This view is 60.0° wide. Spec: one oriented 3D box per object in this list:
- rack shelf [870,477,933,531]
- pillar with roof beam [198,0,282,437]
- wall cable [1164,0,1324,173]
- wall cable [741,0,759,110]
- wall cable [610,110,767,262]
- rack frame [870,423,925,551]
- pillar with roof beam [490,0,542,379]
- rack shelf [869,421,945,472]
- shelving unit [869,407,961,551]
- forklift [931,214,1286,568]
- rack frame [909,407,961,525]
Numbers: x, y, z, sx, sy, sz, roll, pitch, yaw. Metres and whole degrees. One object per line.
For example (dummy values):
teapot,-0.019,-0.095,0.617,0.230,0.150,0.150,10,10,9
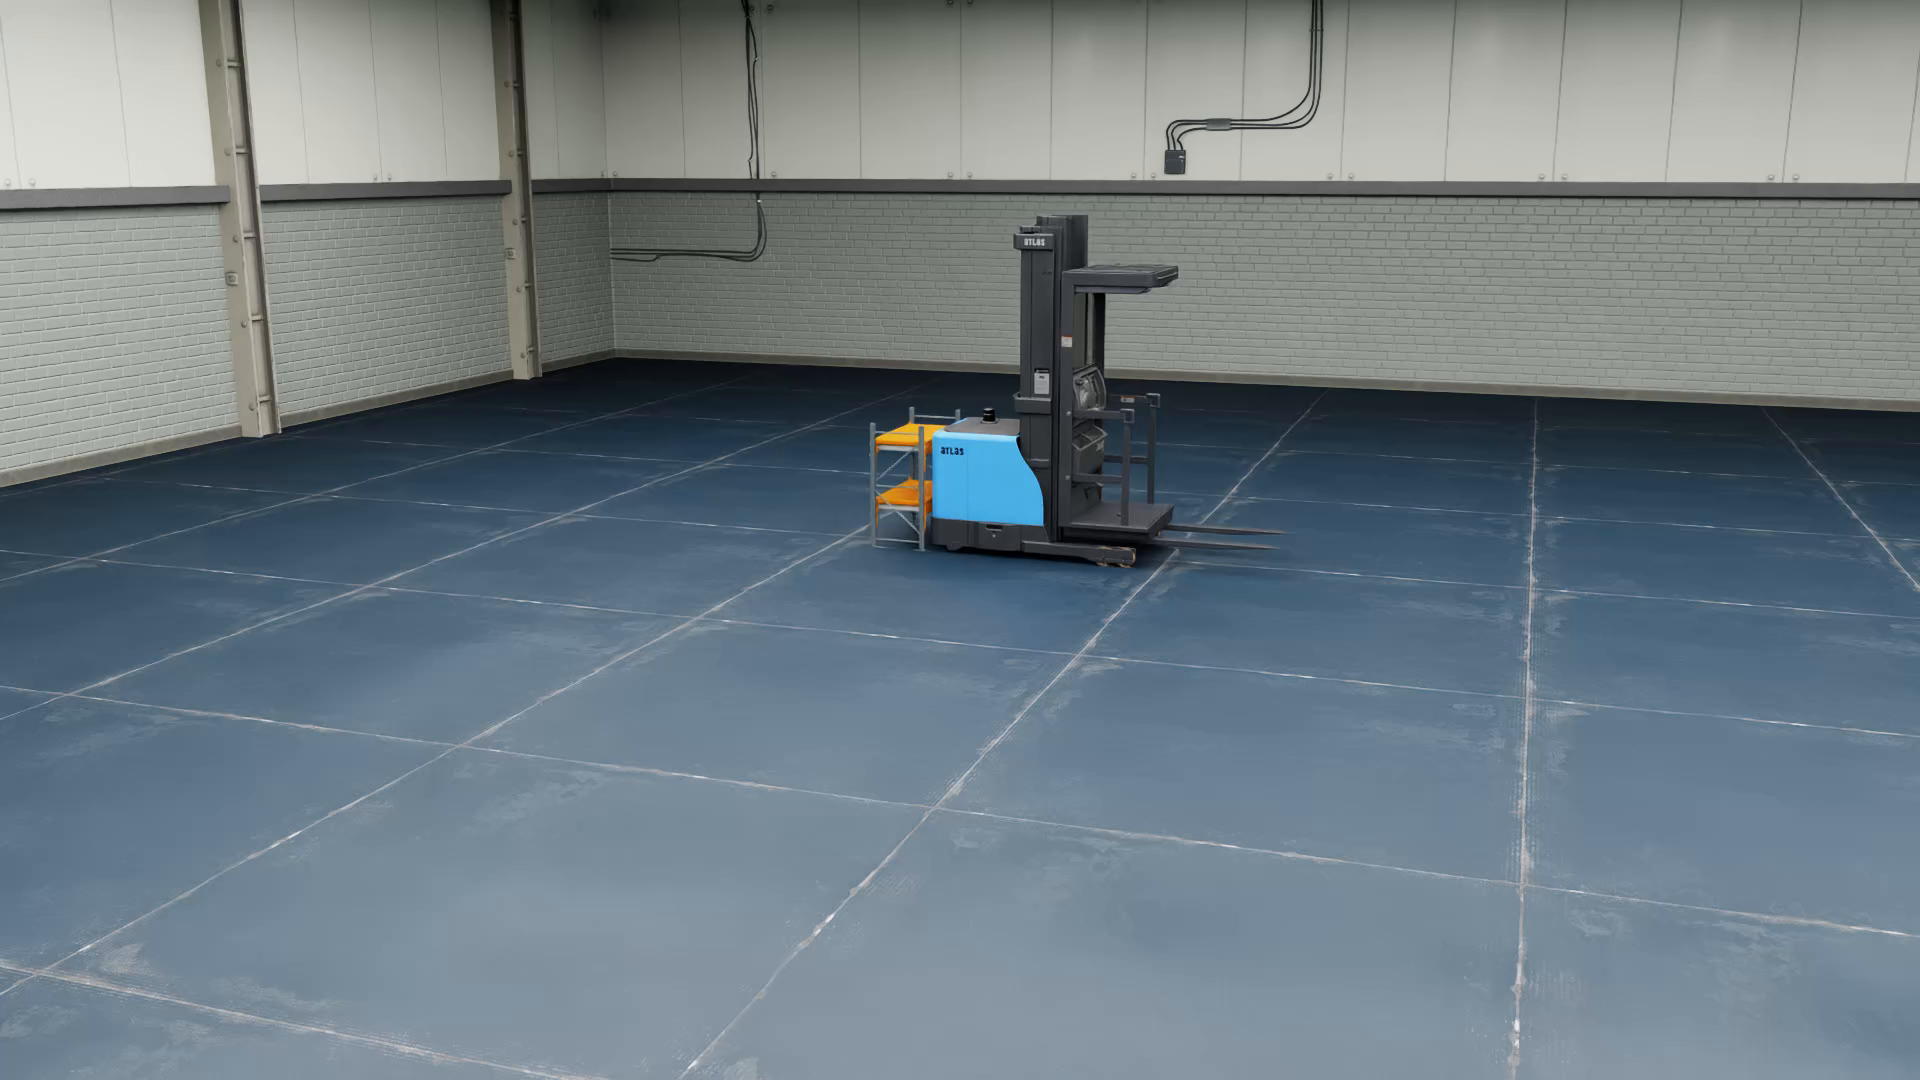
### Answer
rack shelf,-0.395,-0.338,15.301,0.538,0.278,1.000,4,14,18
pillar with roof beam,-4.806,-5.418,18.766,9.100,9.000,0.400,4,14,18
wall cable,4.244,-8.488,24.572,2.305,6.003,0.169,4,14,18
wall cable,-2.174,-8.270,26.890,3.097,2.526,0.112,4,14,18
wall cable,-4.733,-6.003,28.305,3.097,2.526,0.112,4,14,18
rack frame,-0.555,-0.469,14.777,0.500,1.125,0.032,4,14,18
pillar with roof beam,-2.864,-6.682,24.301,9.100,9.000,0.400,4,14,18
rack shelf,-0.395,-0.862,15.182,0.538,0.278,1.000,4,14,18
shelving unit,-0.395,-0.576,15.247,0.538,1.125,1.048,4,14,18
forklift,1.315,-1.324,14.464,3.031,2.935,1.130,4,14,19
rack frame,-0.235,-0.684,15.717,0.500,1.125,0.032,4,14,18
